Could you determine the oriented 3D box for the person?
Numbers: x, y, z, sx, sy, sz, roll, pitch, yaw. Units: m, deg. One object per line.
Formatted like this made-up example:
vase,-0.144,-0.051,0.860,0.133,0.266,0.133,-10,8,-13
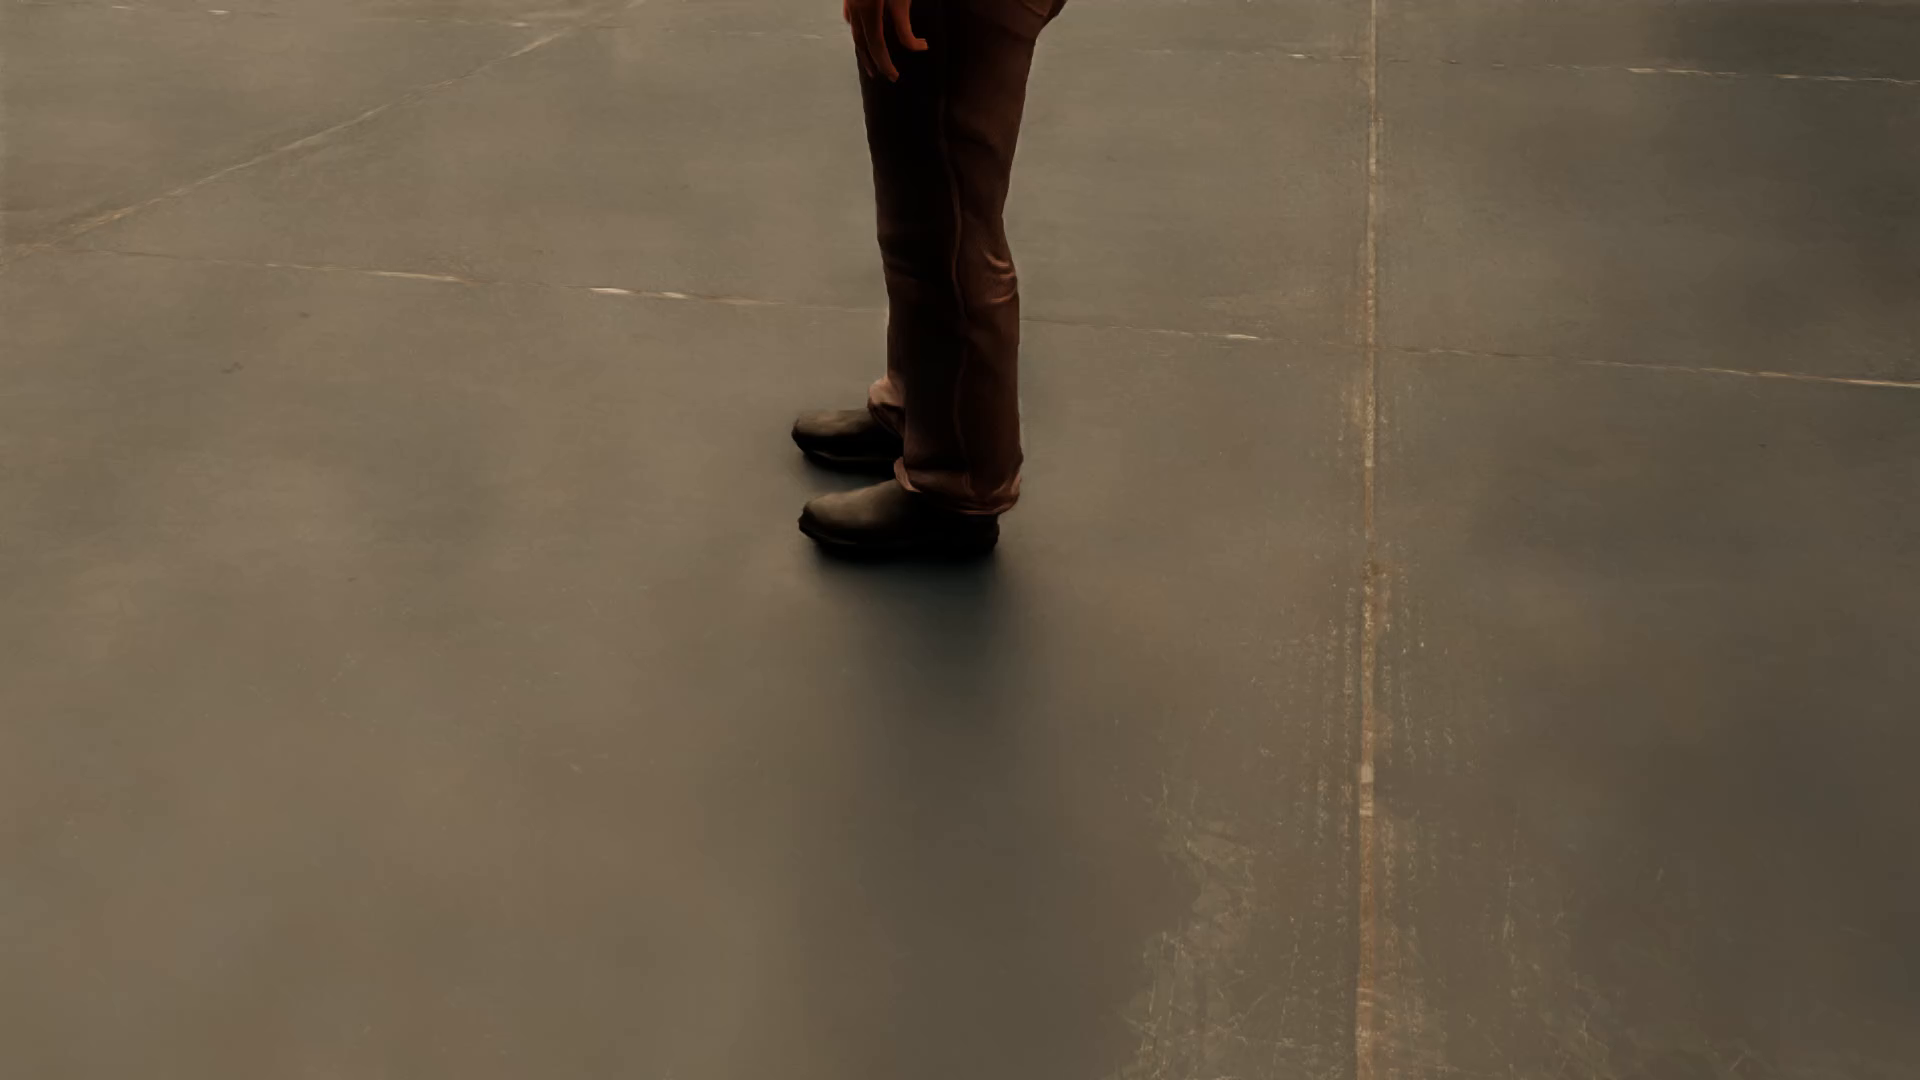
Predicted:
person,-0.059,-0.785,2.128,0.567,1.720,0.632,6,27,11
